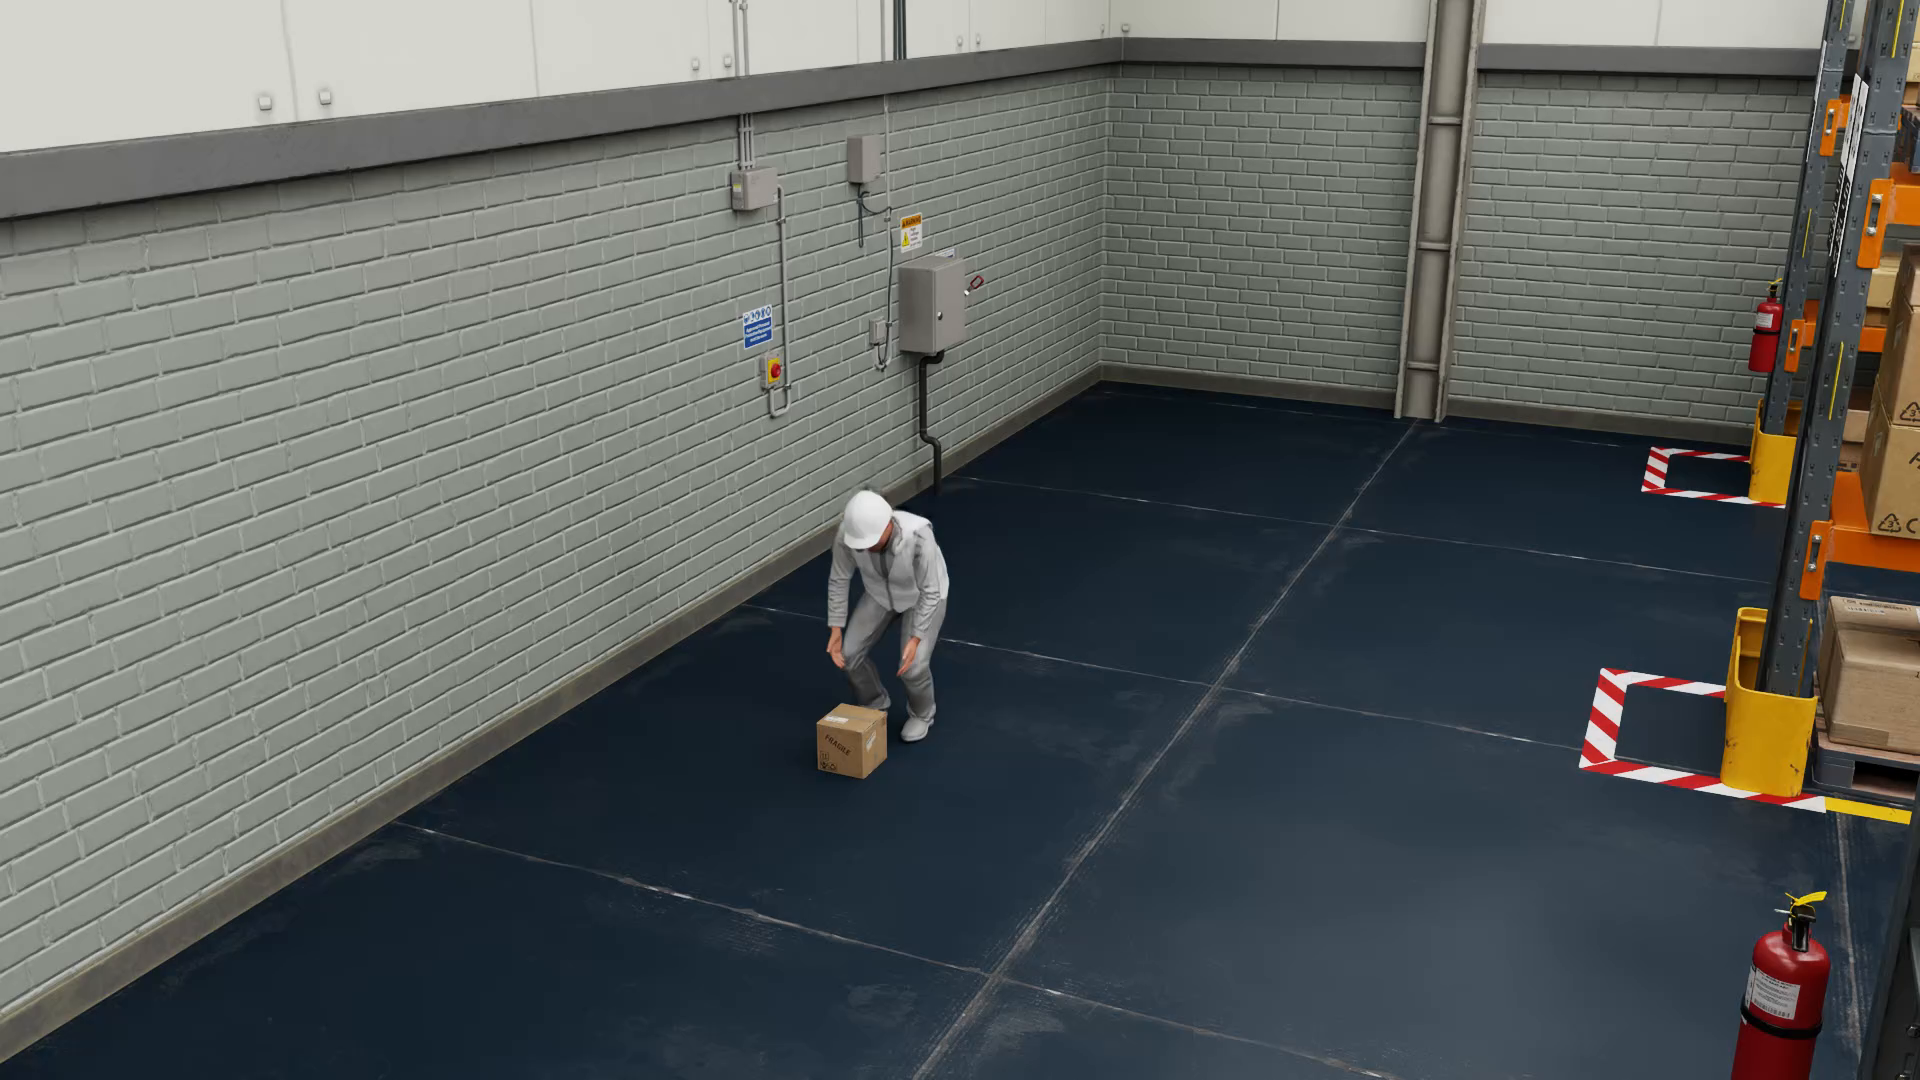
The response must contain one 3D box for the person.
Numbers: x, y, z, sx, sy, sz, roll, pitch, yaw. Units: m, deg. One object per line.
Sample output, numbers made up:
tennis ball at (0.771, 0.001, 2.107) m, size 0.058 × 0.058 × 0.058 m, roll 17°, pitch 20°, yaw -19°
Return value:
person at (-0.327, 0.339, 8.179) m, size 0.589 × 1.360 × 0.799 m, roll 8°, pitch 21°, yaw 23°
